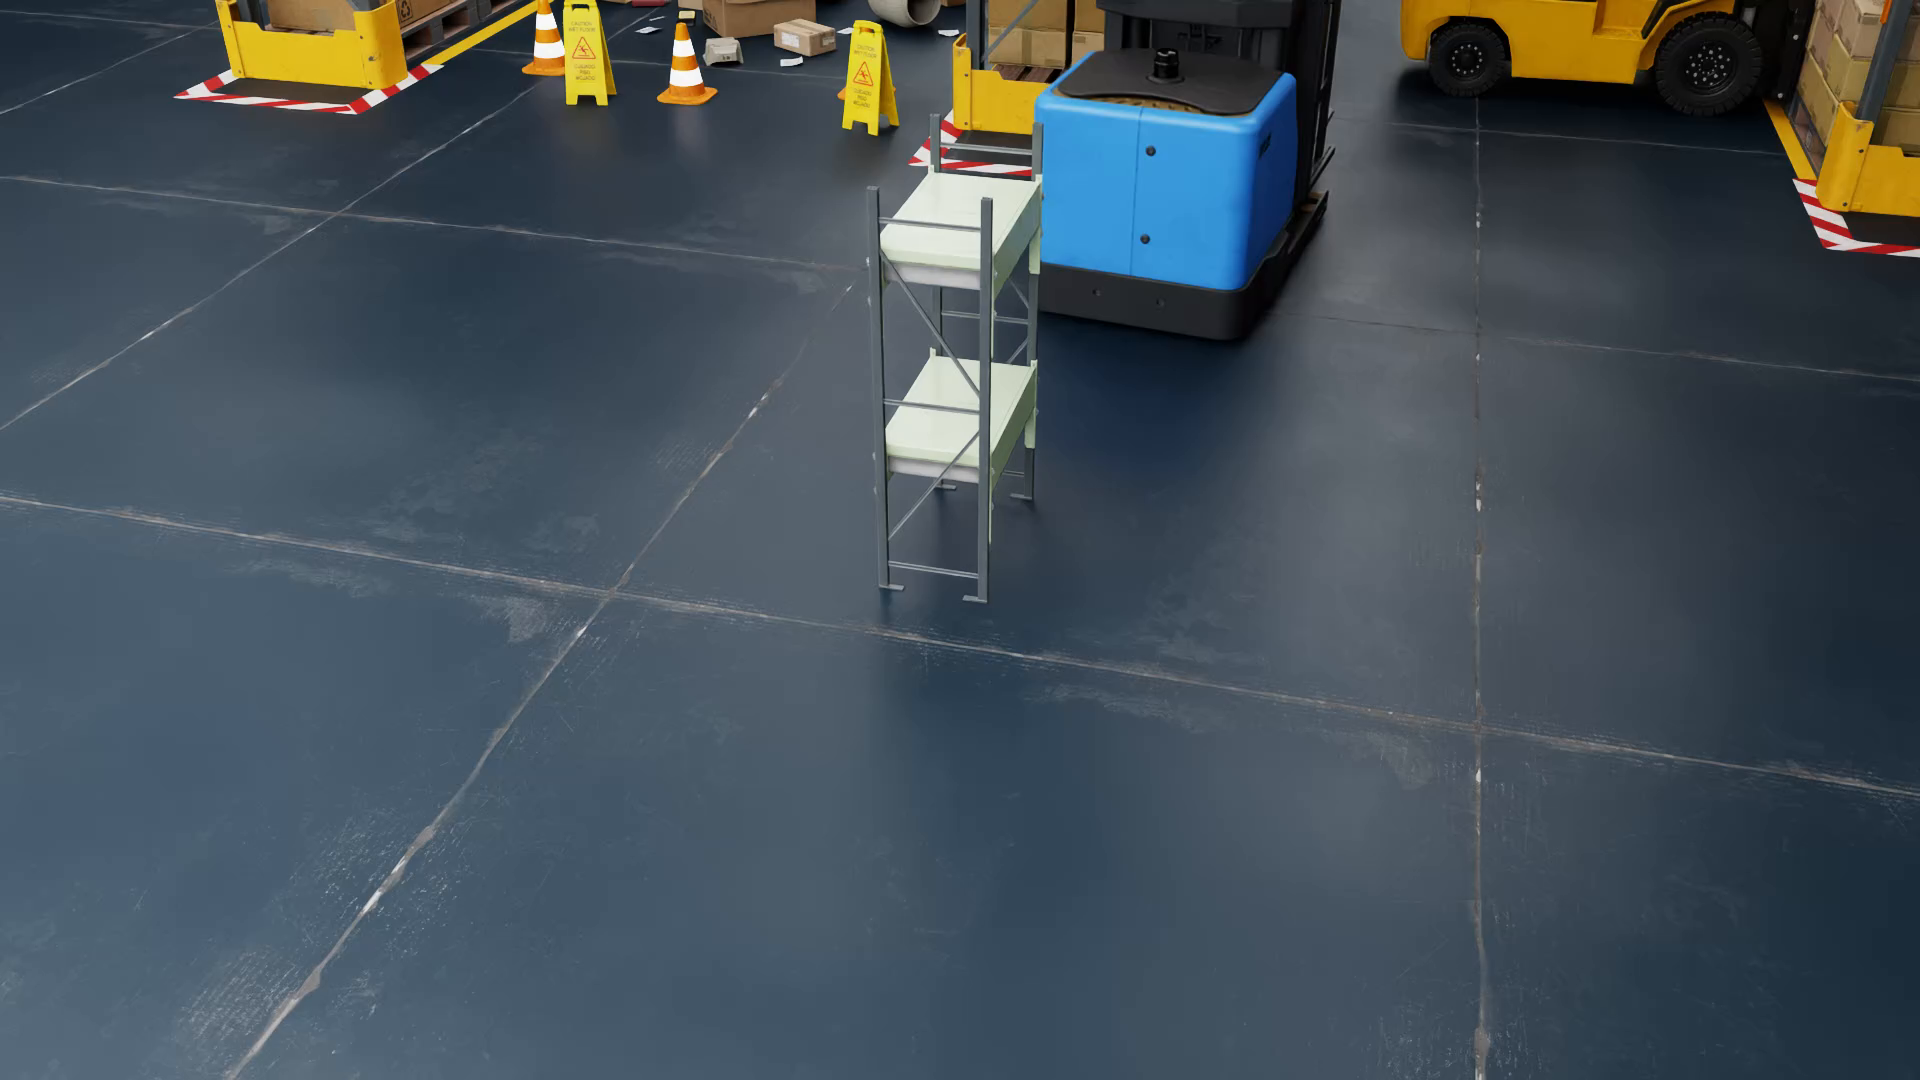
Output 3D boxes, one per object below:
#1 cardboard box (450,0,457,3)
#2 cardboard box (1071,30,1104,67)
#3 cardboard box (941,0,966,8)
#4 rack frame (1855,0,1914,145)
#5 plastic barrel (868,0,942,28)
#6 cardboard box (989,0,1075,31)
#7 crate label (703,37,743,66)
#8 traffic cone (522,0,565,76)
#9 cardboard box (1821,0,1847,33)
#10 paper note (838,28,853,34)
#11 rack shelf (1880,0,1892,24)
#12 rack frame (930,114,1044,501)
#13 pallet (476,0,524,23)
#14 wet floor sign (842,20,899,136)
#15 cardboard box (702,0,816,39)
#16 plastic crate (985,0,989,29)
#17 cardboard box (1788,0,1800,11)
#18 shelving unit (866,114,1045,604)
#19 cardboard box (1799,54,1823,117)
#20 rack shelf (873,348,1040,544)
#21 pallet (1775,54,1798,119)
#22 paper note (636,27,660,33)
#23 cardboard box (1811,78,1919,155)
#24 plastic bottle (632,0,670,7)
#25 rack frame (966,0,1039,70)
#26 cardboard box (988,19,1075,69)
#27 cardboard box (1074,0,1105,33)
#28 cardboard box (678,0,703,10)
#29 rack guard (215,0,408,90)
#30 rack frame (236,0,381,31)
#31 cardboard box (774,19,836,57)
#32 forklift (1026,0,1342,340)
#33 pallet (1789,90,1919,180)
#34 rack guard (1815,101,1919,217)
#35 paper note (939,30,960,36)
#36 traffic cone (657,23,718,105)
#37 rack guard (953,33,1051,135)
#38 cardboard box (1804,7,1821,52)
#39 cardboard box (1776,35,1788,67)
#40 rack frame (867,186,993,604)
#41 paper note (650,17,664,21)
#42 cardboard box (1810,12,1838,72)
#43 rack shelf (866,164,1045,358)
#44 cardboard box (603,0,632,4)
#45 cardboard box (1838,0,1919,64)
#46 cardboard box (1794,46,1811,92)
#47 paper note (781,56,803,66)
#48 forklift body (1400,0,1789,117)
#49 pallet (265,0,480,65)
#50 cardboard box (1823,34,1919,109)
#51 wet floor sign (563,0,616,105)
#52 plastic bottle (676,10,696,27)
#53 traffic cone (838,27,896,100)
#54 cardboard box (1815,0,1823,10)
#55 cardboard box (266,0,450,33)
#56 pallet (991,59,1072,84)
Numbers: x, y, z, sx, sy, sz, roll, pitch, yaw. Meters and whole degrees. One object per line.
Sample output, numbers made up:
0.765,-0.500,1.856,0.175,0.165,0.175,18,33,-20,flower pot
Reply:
-3.950,-4.488,12.102,0.875,0.875,0.875,8,33,12,cardboard box
1.006,-3.166,10.605,0.500,0.250,0.500,8,33,12,cardboard box
-0.039,-4.419,12.733,0.500,0.500,0.500,-21,38,-29,cardboard box
5.336,-3.094,8.321,1.000,3.000,0.127,8,33,12,rack frame
-0.406,-3.959,12.082,0.421,0.421,0.512,-21,38,-29,plastic barrel
0.485,-3.552,10.515,0.500,0.500,0.500,8,33,13,cardboard box
-1.625,-3.350,11.391,0.250,0.136,0.298,-8,33,-13,crate label
-2.771,-3.401,11.168,0.336,0.463,0.334,8,33,12,traffic cone
5.275,-3.080,9.538,0.500,0.250,0.500,9,33,13,cardboard box
-0.791,-3.692,12.040,0.148,0.019,0.142,20,38,29,paper note
5.844,-3.828,10.146,1.077,0.370,4.000,8,33,12,rack shelf
0.091,-0.819,6.141,0.400,1.500,0.023,8,33,12,rack frame
-3.841,-4.269,12.769,1.003,0.211,1.213,8,33,12,pallet
-0.549,-2.821,10.087,0.267,0.644,0.232,20,38,29,wet floor sign
-1.469,-3.970,12.027,0.797,0.503,0.637,-14,35,-21,cardboard box
0.358,-3.908,12.323,0.402,0.080,0.583,-3,33,-4,plastic crate
5.536,-3.406,10.517,0.500,0.250,0.500,8,33,12,cardboard box
-0.002,-0.629,5.842,0.431,1.500,0.755,8,33,12,shelving unit
5.285,-2.654,9.801,0.500,0.250,0.500,8,33,12,cardboard box
-0.002,-0.354,6.017,0.431,0.370,0.720,8,33,12,rack shelf
5.802,-2.951,10.695,1.003,0.211,1.213,8,33,12,pallet
-2.250,-3.697,12.038,0.144,0.017,0.142,20,38,29,paper note
5.150,-2.398,9.397,0.500,0.250,0.500,8,33,13,cardboard box
-2.345,-4.097,12.637,0.283,0.061,0.133,-3,33,-4,plastic bottle
0.534,-3.768,9.381,1.000,3.000,0.127,8,33,12,rack frame
0.485,-3.253,10.743,0.500,0.250,0.500,8,33,12,cardboard box
1.012,-3.494,10.423,0.500,0.500,0.500,7,33,11,cardboard box
-1.919,-4.168,12.560,0.396,0.266,0.258,14,35,21,cardboard box
-4.286,-3.322,11.009,1.175,0.500,0.348,8,33,12,rack guard
-4.279,-4.389,10.358,1.000,3.000,0.127,8,33,12,rack frame
-1.087,-3.520,11.648,0.380,0.149,0.250,28,42,36,cardboard box
1.334,-2.923,8.116,1.130,2.935,3.031,12,34,18,forklift
5.490,-2.320,9.702,1.003,0.211,1.213,8,33,12,pallet
5.330,-2.027,8.972,1.175,0.500,0.348,8,33,12,rack guard
-0.079,-3.661,11.980,0.142,0.019,0.148,-3,33,-4,paper note
-1.764,-3.071,10.649,0.336,0.463,0.334,8,33,12,traffic cone
0.553,-2.752,10.114,1.175,0.500,0.348,8,33,12,rack guard
5.406,-3.146,10.109,0.500,0.250,0.500,7,33,11,cardboard box
5.531,-3.185,10.636,0.500,0.250,0.500,9,34,14,cardboard box
-0.095,-0.440,5.543,0.400,1.500,0.023,8,33,12,rack frame
-2.245,-3.863,12.316,0.032,0.001,0.123,28,42,36,paper note
5.295,-2.876,9.683,0.500,0.250,0.500,8,33,12,cardboard box
-0.002,-0.959,5.633,0.431,0.370,0.720,8,33,12,rack shelf
-2.666,-4.466,12.807,0.500,0.500,0.500,14,35,21,cardboard box
5.152,-2.814,9.120,0.500,0.250,0.500,9,34,14,cardboard box
5.421,-2.913,10.207,0.500,0.250,0.500,8,33,13,cardboard box
-1.151,-3.276,11.375,0.148,0.019,0.142,-3,33,-4,paper note
4.053,-3.968,10.487,2.313,2.155,1.214,8,33,12,forklift body
-4.152,-3.638,11.776,1.003,0.211,1.213,8,33,12,pallet
5.157,-2.617,9.276,0.500,0.250,0.500,8,33,12,cardboard box
-2.372,-3.111,10.542,0.267,0.644,0.232,3,33,4,wet floor sign
-2.013,-3.848,12.245,0.133,0.061,0.283,-3,33,-4,plastic bottle
-0.604,-3.096,10.689,0.336,0.463,0.334,8,33,12,traffic cone
5.394,-3.343,9.952,0.500,0.250,0.500,8,33,13,cardboard box
-4.171,-4.031,11.384,0.875,0.875,0.875,8,33,13,cardboard box
0.794,-3.047,10.847,1.003,0.211,1.213,8,33,12,pallet
